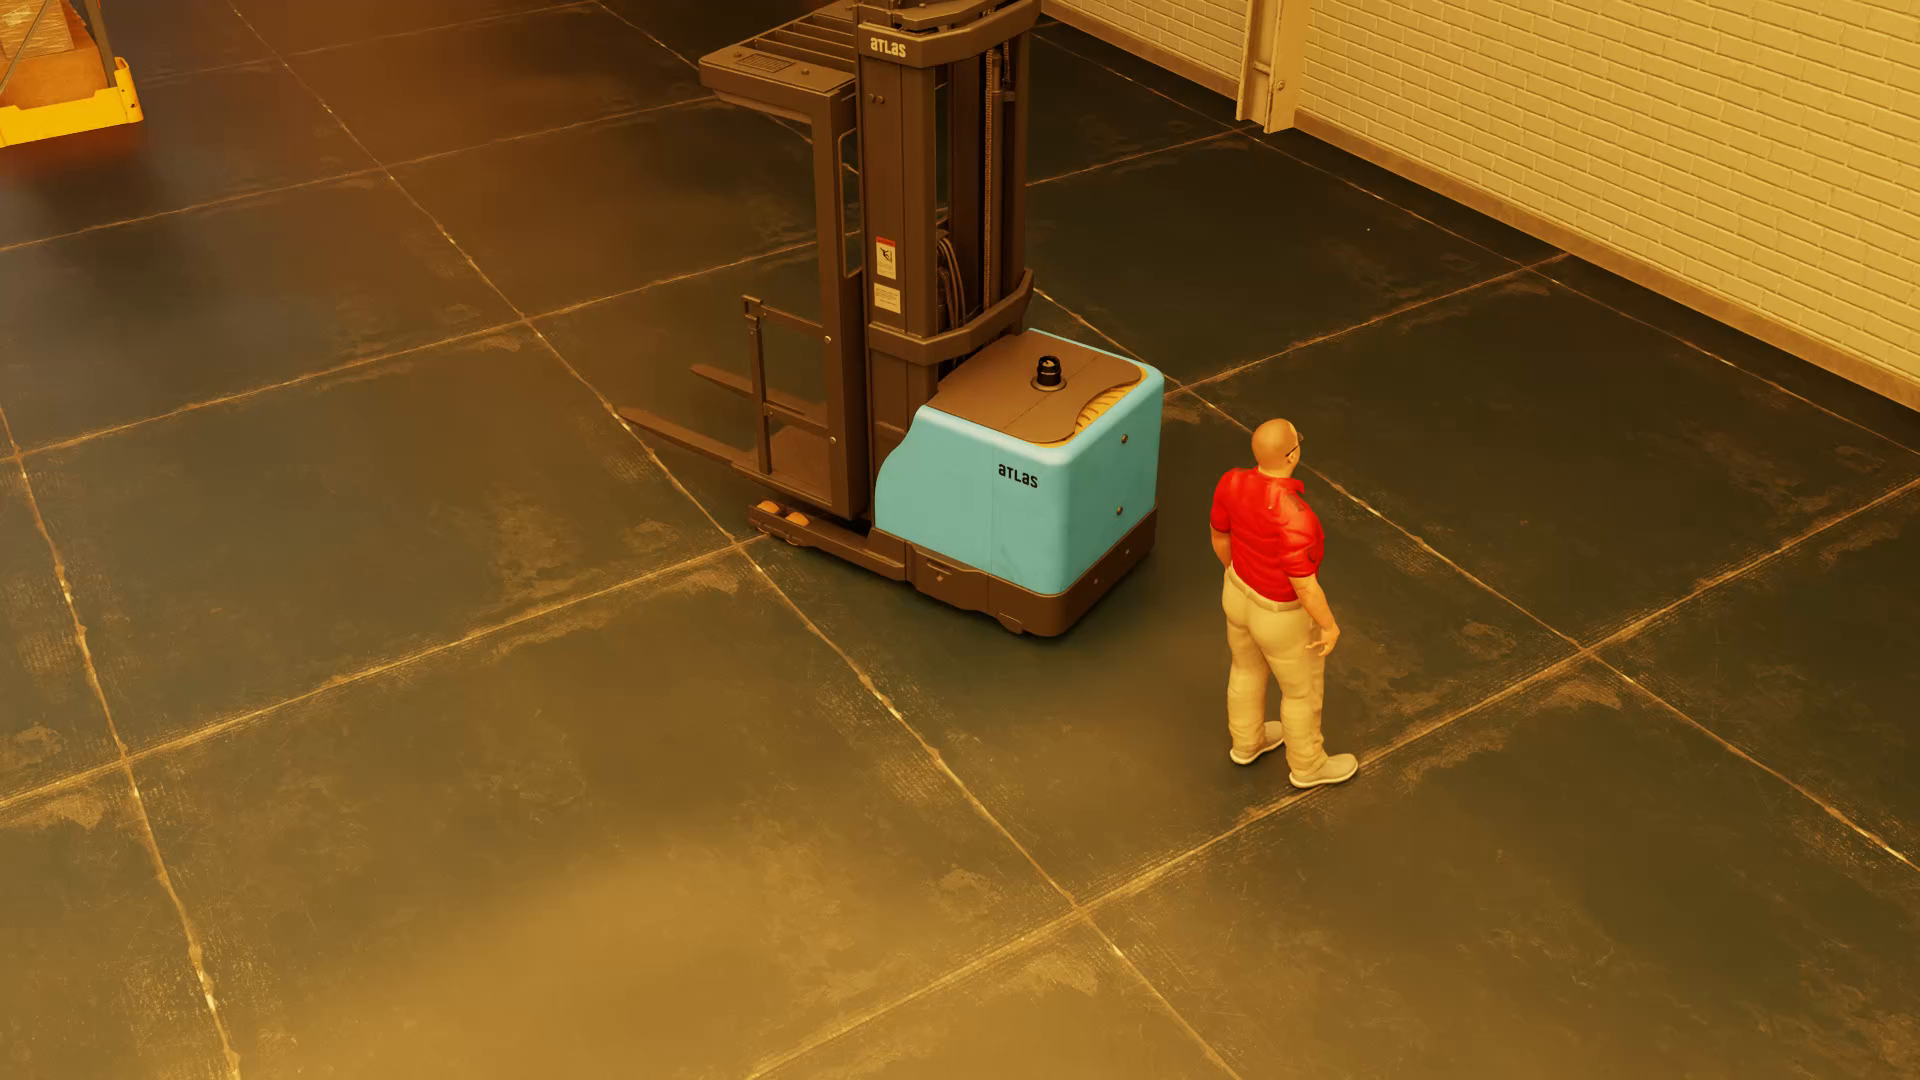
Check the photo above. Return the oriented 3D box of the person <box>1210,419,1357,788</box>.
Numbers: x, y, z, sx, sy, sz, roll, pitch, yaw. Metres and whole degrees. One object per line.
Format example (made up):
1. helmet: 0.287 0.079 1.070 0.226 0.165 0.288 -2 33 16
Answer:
1. person: 1.353 0.239 6.840 0.551 1.727 0.641 -21 40 -27

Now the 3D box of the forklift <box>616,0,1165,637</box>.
1. forklift: -0.500 -1.399 8.138 3.031 2.935 1.130 22 41 28
